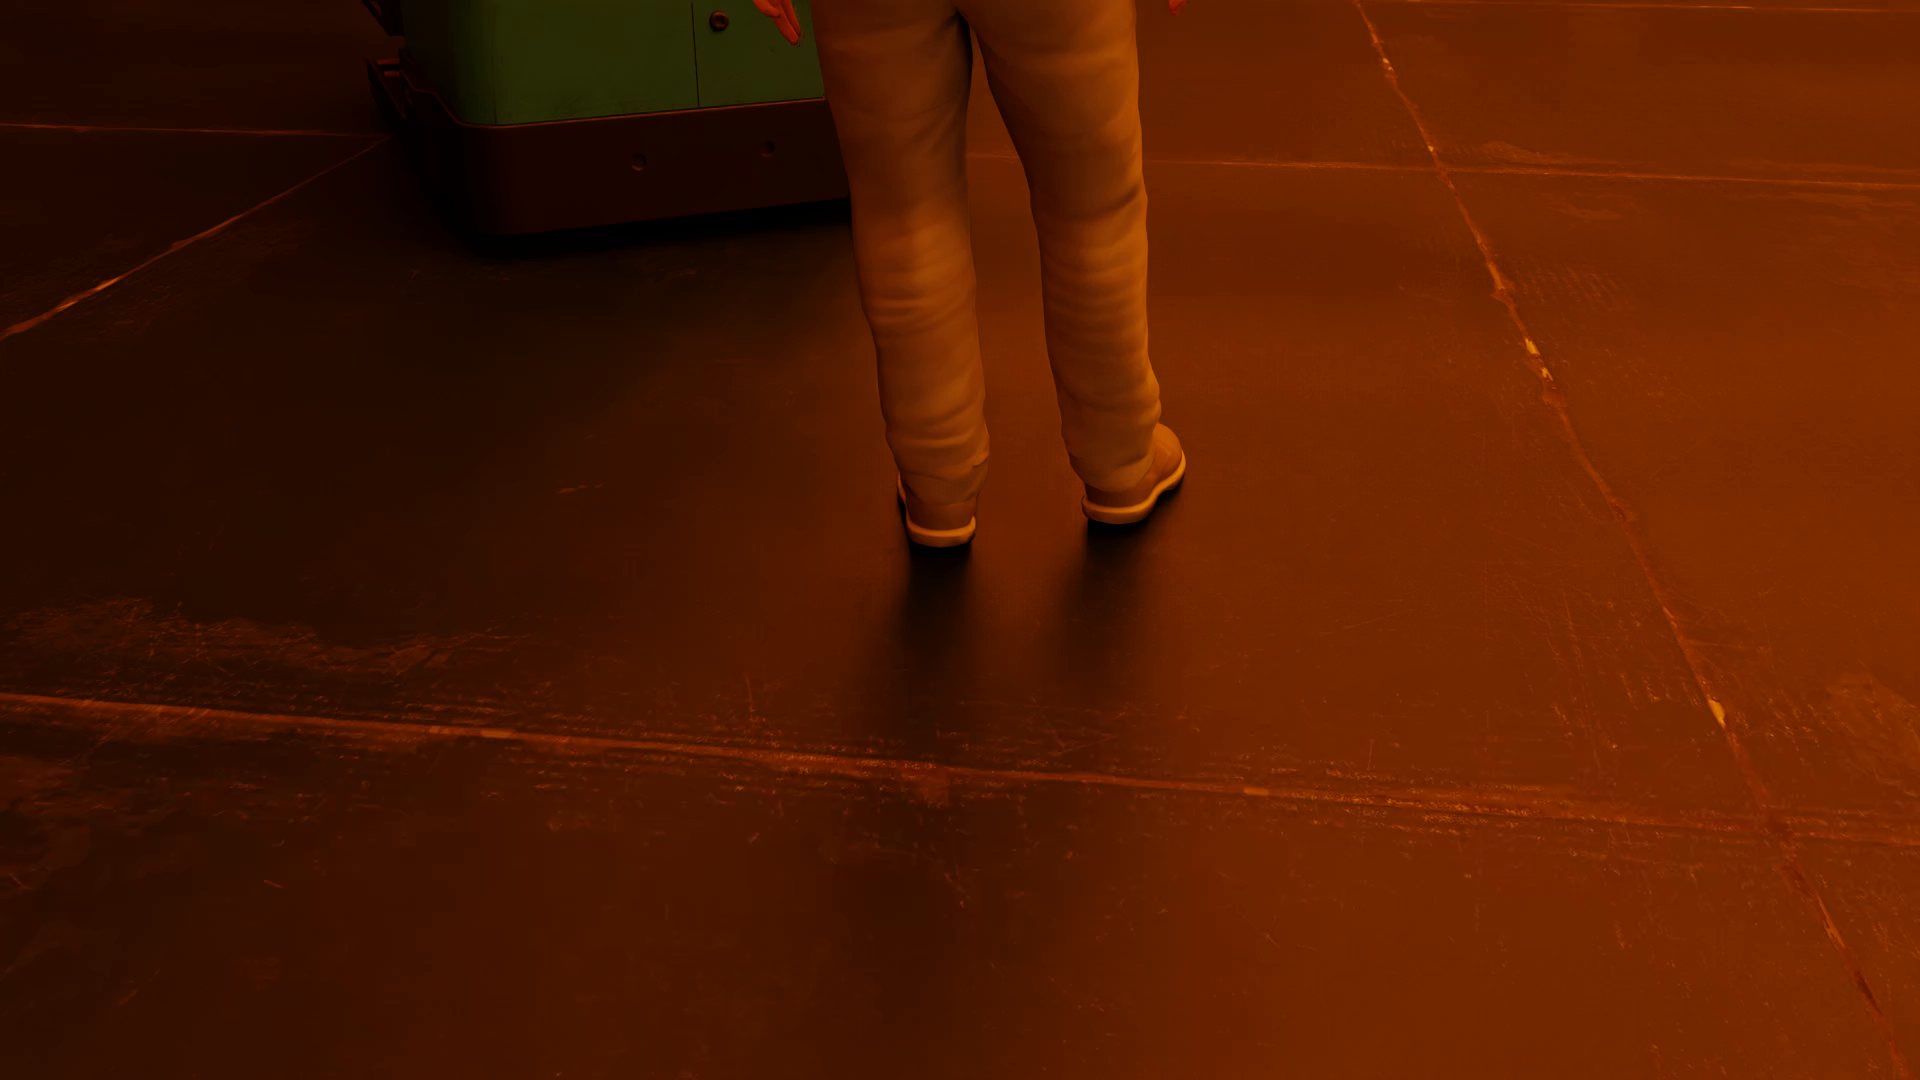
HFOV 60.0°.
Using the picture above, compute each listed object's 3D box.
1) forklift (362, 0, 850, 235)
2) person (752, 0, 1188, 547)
[{"bbox_3d":[-1.187,-2.621,4.471,1.130,2.935,3.031,-11,29,-21],"label":"forklift"},{"bbox_3d":[0.022,-0.837,2.167,0.640,1.781,0.575,3,27,7],"label":"person"}]
